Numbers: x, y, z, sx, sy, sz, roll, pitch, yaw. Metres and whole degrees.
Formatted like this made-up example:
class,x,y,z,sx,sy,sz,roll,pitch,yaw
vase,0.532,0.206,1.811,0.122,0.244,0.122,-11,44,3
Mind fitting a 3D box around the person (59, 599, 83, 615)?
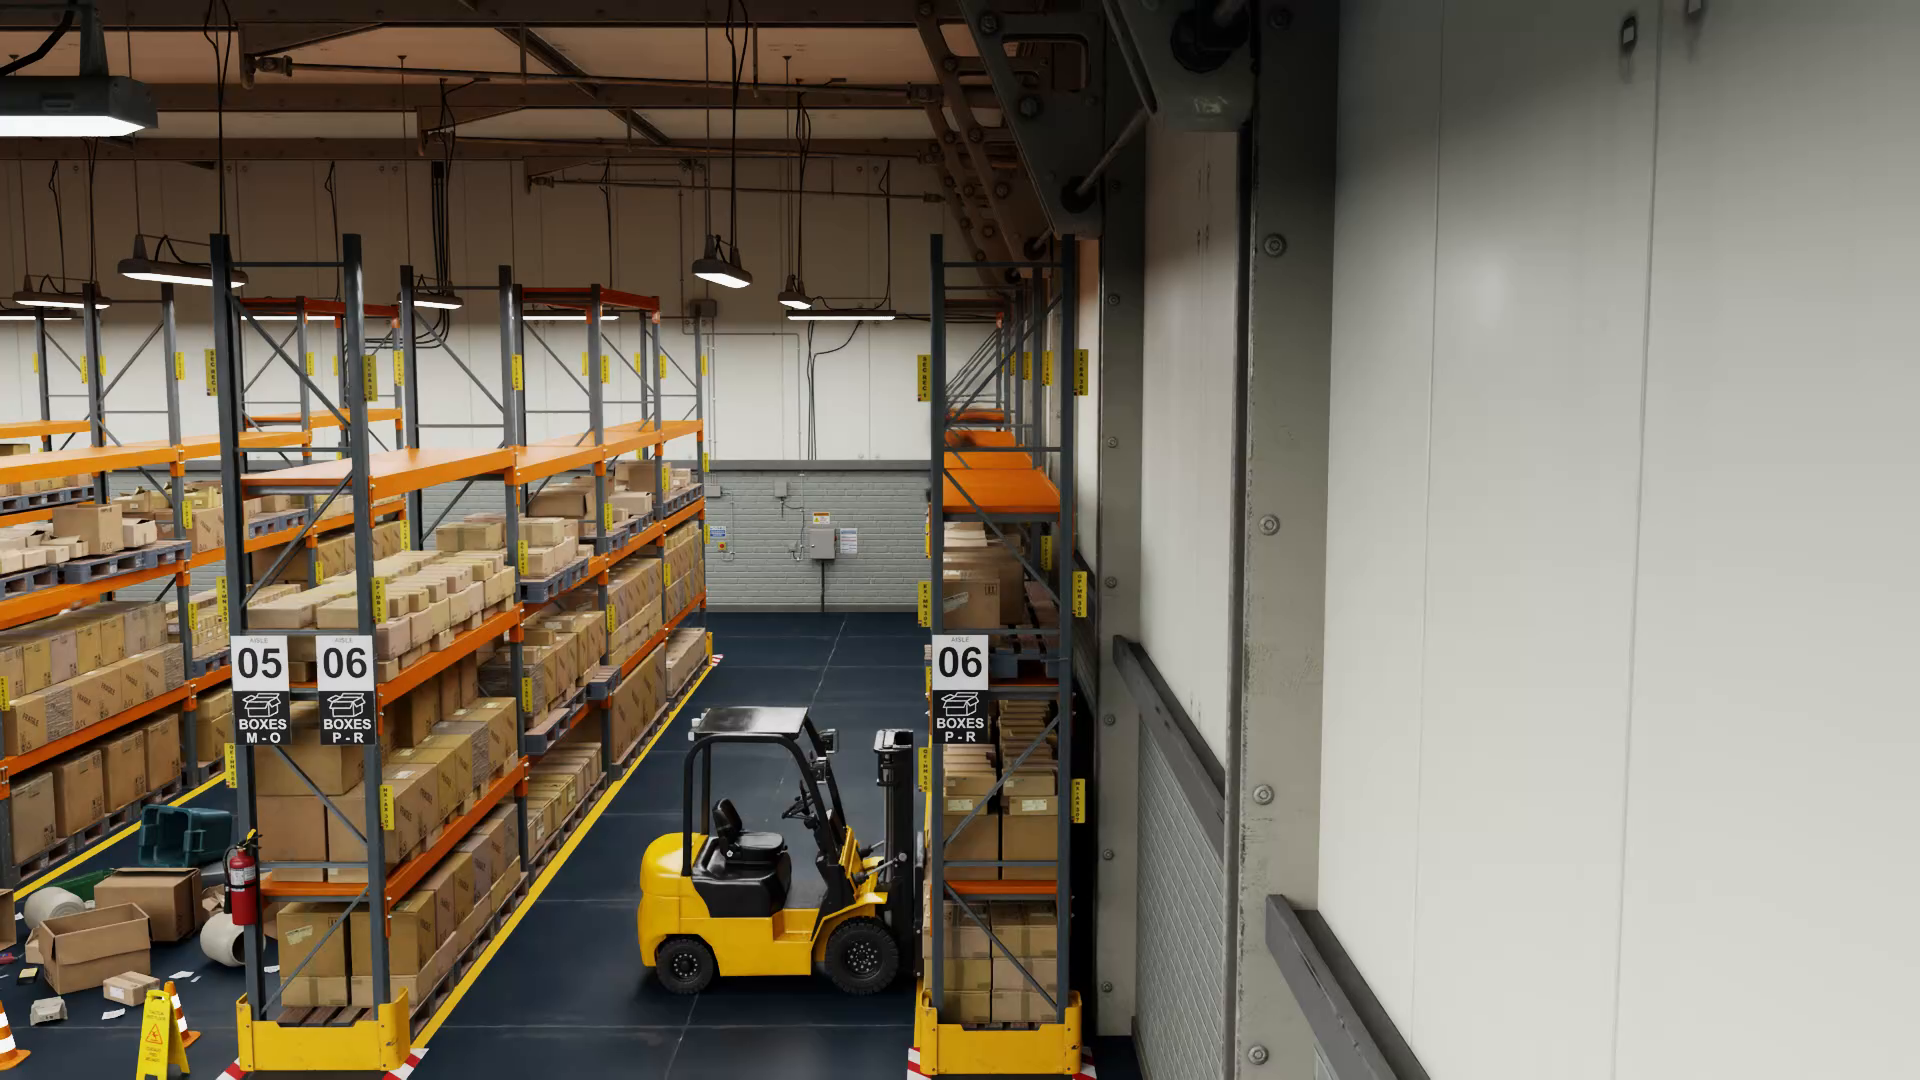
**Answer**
class,x,y,z,sx,sy,sz,roll,pitch,yaw
person,-12.992,1.608,24.470,0.649,1.764,0.619,-1,6,-5
